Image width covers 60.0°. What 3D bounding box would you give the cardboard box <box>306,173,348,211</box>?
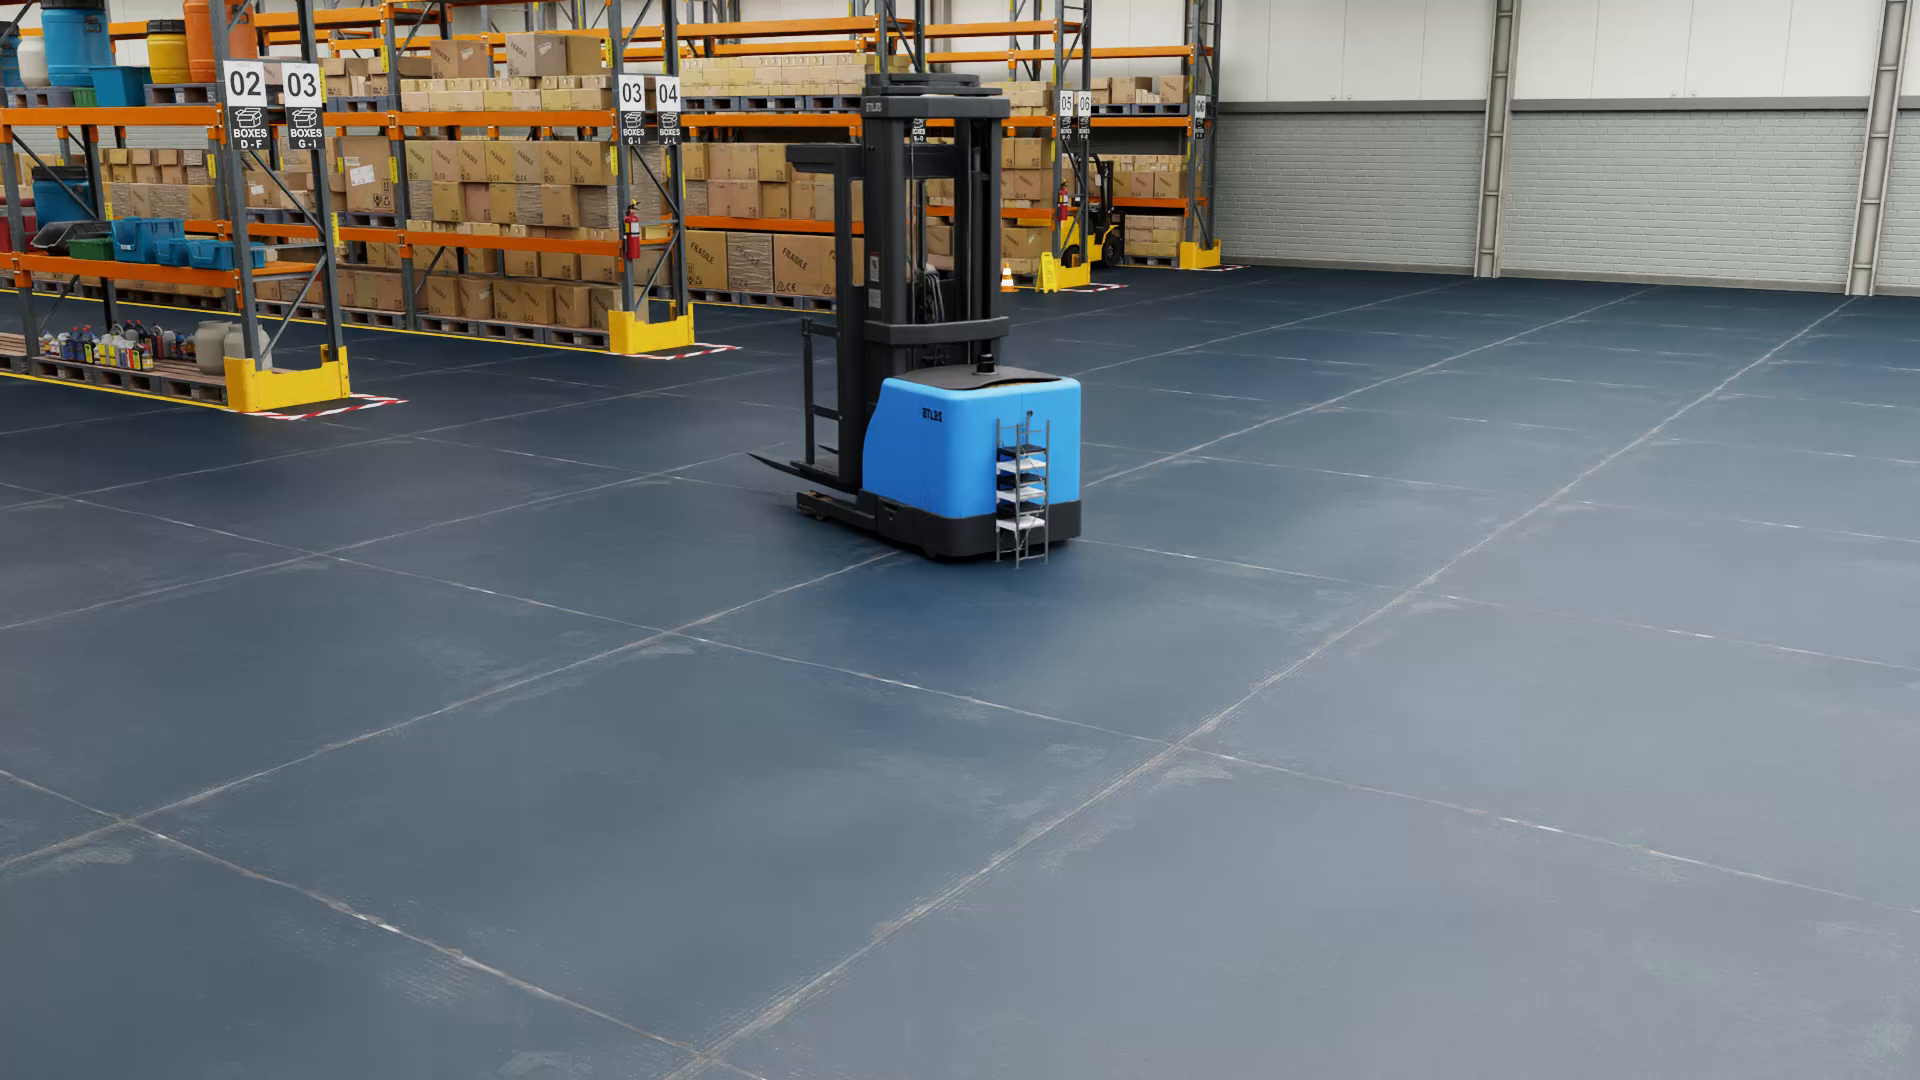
[{"bbox_3d":[-8.486,-4.787,22.830,0.637,0.503,0.797,11,18,38],"label":"cardboard box"}]

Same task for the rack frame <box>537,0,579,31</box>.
[{"bbox_3d":[-8.103,-10.280,33.623,0.127,3.000,1.000,9,17,33],"label":"rack frame"}]

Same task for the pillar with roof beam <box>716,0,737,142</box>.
[{"bbox_3d":[-7.814,-10.685,35.259,0.400,9.000,9.100,9,17,33],"label":"pillar with roof beam"}]

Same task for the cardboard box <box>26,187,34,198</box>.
[{"bbox_3d":[-14.578,-5.539,26.651,0.500,0.250,0.500,10,17,34],"label":"cardboard box"}]

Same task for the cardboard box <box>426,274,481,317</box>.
[{"bbox_3d":[-6.686,-3.248,22.029,0.500,0.500,0.500,9,16,31],"label":"cardboard box"}]

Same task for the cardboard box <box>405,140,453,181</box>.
[{"bbox_3d":[-6.765,-4.886,21.412,0.500,0.500,0.500,9,17,33],"label":"cardboard box"}]

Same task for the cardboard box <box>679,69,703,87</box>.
[{"bbox_3d":[-3.895,-6.953,25.037,0.500,0.250,0.500,9,17,33],"label":"cardboard box"}]

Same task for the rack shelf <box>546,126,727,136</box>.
[{"bbox_3d":[-6.444,-8.206,32.987,4.000,0.370,1.077,9,17,33],"label":"rack shelf"}]

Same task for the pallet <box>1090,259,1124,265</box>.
[{"bbox_3d":[2.955,-5.653,33.221,1.213,0.211,1.003,9,17,33],"label":"pallet"}]

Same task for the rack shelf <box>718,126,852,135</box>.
[{"bbox_3d":[-3.677,-9.197,36.987,4.000,0.370,1.077,9,17,33],"label":"rack shelf"}]

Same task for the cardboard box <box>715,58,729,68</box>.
[{"bbox_3d":[-3.399,-7.049,24.597,0.250,0.149,0.380,9,16,32],"label":"cardboard box"}]

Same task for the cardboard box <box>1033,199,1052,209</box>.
[{"bbox_3d":[1.424,-5.644,27.904,0.250,0.149,0.380,10,17,35],"label":"cardboard box"}]

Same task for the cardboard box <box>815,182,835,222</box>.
[{"bbox_3d":[-1.627,-4.941,24.228,0.550,0.550,0.875,9,17,33],"label":"cardboard box"}]

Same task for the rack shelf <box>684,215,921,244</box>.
[{"bbox_3d":[-2.484,-4.677,24.971,4.000,0.370,1.077,9,17,33],"label":"rack shelf"}]

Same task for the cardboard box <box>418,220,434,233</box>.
[{"bbox_3d":[-6.785,-4.072,21.554,0.250,0.149,0.380,9,17,33],"label":"cardboard box"}]

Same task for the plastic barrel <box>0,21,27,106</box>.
[{"bbox_3d":[-10.303,-5.056,17.719,0.708,0.901,0.600,9,17,33],"label":"plastic barrel"}]

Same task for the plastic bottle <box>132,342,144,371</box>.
[{"bbox_3d":[-8.317,-1.861,16.836,0.133,0.283,0.061,10,17,34],"label":"plastic bottle"}]

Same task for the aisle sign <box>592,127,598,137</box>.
[{"bbox_3d":[-8.876,-10.107,39.999,0.004,0.787,0.394,9,17,33],"label":"aisle sign"}]

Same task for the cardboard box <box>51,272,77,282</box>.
[{"bbox_3d":[-14.137,-4.669,26.989,0.875,0.875,0.875,9,17,33],"label":"cardboard box"}]

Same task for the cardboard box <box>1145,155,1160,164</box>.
[{"bbox_3d":[3.752,-7.319,31.970,0.250,0.149,0.380,10,17,34],"label":"cardboard box"}]

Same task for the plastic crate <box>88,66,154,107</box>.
[{"bbox_3d":[-8.192,-4.439,16.304,0.575,0.384,0.392,9,17,33],"label":"plastic crate"}]

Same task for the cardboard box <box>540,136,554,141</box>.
[{"bbox_3d":[-8.537,-8.194,34.045,0.250,0.149,0.380,9,16,32],"label":"cardboard box"}]

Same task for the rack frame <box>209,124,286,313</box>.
[{"bbox_3d":[-10.315,-4.855,24.195,0.127,3.000,1.000,9,17,33],"label":"rack frame"}]

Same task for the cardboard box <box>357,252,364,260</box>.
[{"bbox_3d":[-11.126,-5.336,31.195,0.250,0.149,0.380,10,17,34],"label":"cardboard box"}]

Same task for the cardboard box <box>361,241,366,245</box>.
[{"bbox_3d":[-10.952,-5.564,30.877,0.250,0.149,0.380,10,17,35],"label":"cardboard box"}]

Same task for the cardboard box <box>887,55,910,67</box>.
[{"bbox_3d":[-0.924,-6.840,23.750,0.250,0.149,0.380,9,17,33],"label":"cardboard box"}]

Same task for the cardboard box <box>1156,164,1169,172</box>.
[{"bbox_3d":[3.948,-7.131,31.830,0.250,0.149,0.380,9,17,34],"label":"cardboard box"}]

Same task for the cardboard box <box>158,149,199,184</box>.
[{"bbox_3d":[-11.452,-5.580,24.827,0.637,0.503,0.797,10,17,34],"label":"cardboard box"}]

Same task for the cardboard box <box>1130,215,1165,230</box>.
[{"bbox_3d":[3.638,-6.170,32.273,0.500,0.250,0.500,10,17,34],"label":"cardboard box"}]

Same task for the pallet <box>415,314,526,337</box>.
[{"bbox_3d":[-6.419,-2.882,22.028,1.213,0.211,1.003,9,17,33],"label":"pallet"}]

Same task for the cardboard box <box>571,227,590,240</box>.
[{"bbox_3d":[-4.472,-3.715,20.109,0.250,0.149,0.380,9,17,33],"label":"cardboard box"}]

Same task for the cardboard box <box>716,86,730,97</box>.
[{"bbox_3d":[-3.402,-6.663,24.694,0.250,0.149,0.380,9,16,32],"label":"cardboard box"}]

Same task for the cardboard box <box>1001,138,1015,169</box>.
[{"bbox_3d":[0.892,-6.531,28.057,0.500,0.500,0.700,9,17,33],"label":"cardboard box"}]

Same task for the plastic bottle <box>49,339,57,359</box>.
[{"bbox_3d":[-9.656,-2.043,17.741,0.097,0.201,0.097,0,14,0],"label":"plastic bottle"}]

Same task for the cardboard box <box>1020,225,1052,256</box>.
[{"bbox_3d":[1.319,-5.158,28.705,0.500,0.500,0.500,9,16,31],"label":"cardboard box"}]

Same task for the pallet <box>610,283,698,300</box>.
[{"bbox_3d":[-4.826,-4.029,26.661,1.213,0.211,1.003,9,17,33],"label":"pallet"}]

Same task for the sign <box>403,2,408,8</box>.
[{"bbox_3d":[-11.737,-11.237,35.215,0.005,0.325,0.100,9,17,33],"label":"sign"}]

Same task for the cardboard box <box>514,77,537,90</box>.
[{"bbox_3d":[-5.157,-5.510,20.081,0.250,0.149,0.380,8,16,30],"label":"cardboard box"}]

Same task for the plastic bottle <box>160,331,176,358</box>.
[{"bbox_3d":[-8.505,-2.102,17.826,0.135,0.276,0.152,10,17,34],"label":"plastic bottle"}]

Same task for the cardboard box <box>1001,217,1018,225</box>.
[{"bbox_3d":[0.863,-6.404,34.519,0.625,0.625,0.875,10,17,35],"label":"cardboard box"}]

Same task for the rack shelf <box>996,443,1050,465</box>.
[{"bbox_3d":[0.380,-0.522,10.073,0.258,0.077,0.200,-9,17,-33],"label":"rack shelf"}]

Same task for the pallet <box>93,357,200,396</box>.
[{"bbox_3d":[-8.210,-1.716,17.316,1.213,0.211,1.003,9,17,33],"label":"pallet"}]

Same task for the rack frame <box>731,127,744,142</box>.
[{"bbox_3d":[-5.336,-8.358,38.344,0.127,3.000,1.000,9,17,33],"label":"rack frame"}]

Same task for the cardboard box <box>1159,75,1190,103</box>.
[{"bbox_3d":[4.118,-8.516,31.452,0.500,0.500,0.500,10,17,35],"label":"cardboard box"}]

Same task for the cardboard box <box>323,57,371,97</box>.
[{"bbox_3d":[-8.113,-6.238,22.449,0.637,0.503,0.797,10,17,35],"label":"cardboard box"}]

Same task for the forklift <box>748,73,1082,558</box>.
[{"bbox_3d":[-0.471,-1.611,11.232,1.130,2.935,3.031,-9,17,-33],"label":"forklift"}]

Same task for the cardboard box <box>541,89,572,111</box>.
[{"bbox_3d":[-4.635,-5.246,19.843,0.500,0.250,0.500,9,17,33],"label":"cardboard box"}]

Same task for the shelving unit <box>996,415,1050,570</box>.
[{"bbox_3d":[0.380,-0.292,10.130,0.258,0.900,0.210,-9,17,-33],"label":"shelving unit"}]

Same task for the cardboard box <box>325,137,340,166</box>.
[{"bbox_3d":[-11.323,-7.055,30.171,0.500,0.500,0.500,9,16,31],"label":"cardboard box"}]

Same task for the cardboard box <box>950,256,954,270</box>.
[{"bbox_3d":[0.170,-4.823,28.910,0.500,0.250,0.500,8,16,31],"label":"cardboard box"}]

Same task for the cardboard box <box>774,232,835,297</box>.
[{"bbox_3d":[-2.156,-4.126,24.795,0.875,0.875,0.875,9,16,32],"label":"cardboard box"}]

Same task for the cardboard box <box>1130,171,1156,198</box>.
[{"bbox_3d":[3.641,-6.882,32.175,0.500,0.500,0.500,10,17,35],"label":"cardboard box"}]

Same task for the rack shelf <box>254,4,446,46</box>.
[{"bbox_3d":[-8.656,-6.956,22.525,4.000,0.370,1.077,9,17,33],"label":"rack shelf"}]

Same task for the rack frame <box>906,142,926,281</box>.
[{"bbox_3d":[-0.825,-4.758,23.801,0.127,3.000,1.000,9,17,33],"label":"rack frame"}]
